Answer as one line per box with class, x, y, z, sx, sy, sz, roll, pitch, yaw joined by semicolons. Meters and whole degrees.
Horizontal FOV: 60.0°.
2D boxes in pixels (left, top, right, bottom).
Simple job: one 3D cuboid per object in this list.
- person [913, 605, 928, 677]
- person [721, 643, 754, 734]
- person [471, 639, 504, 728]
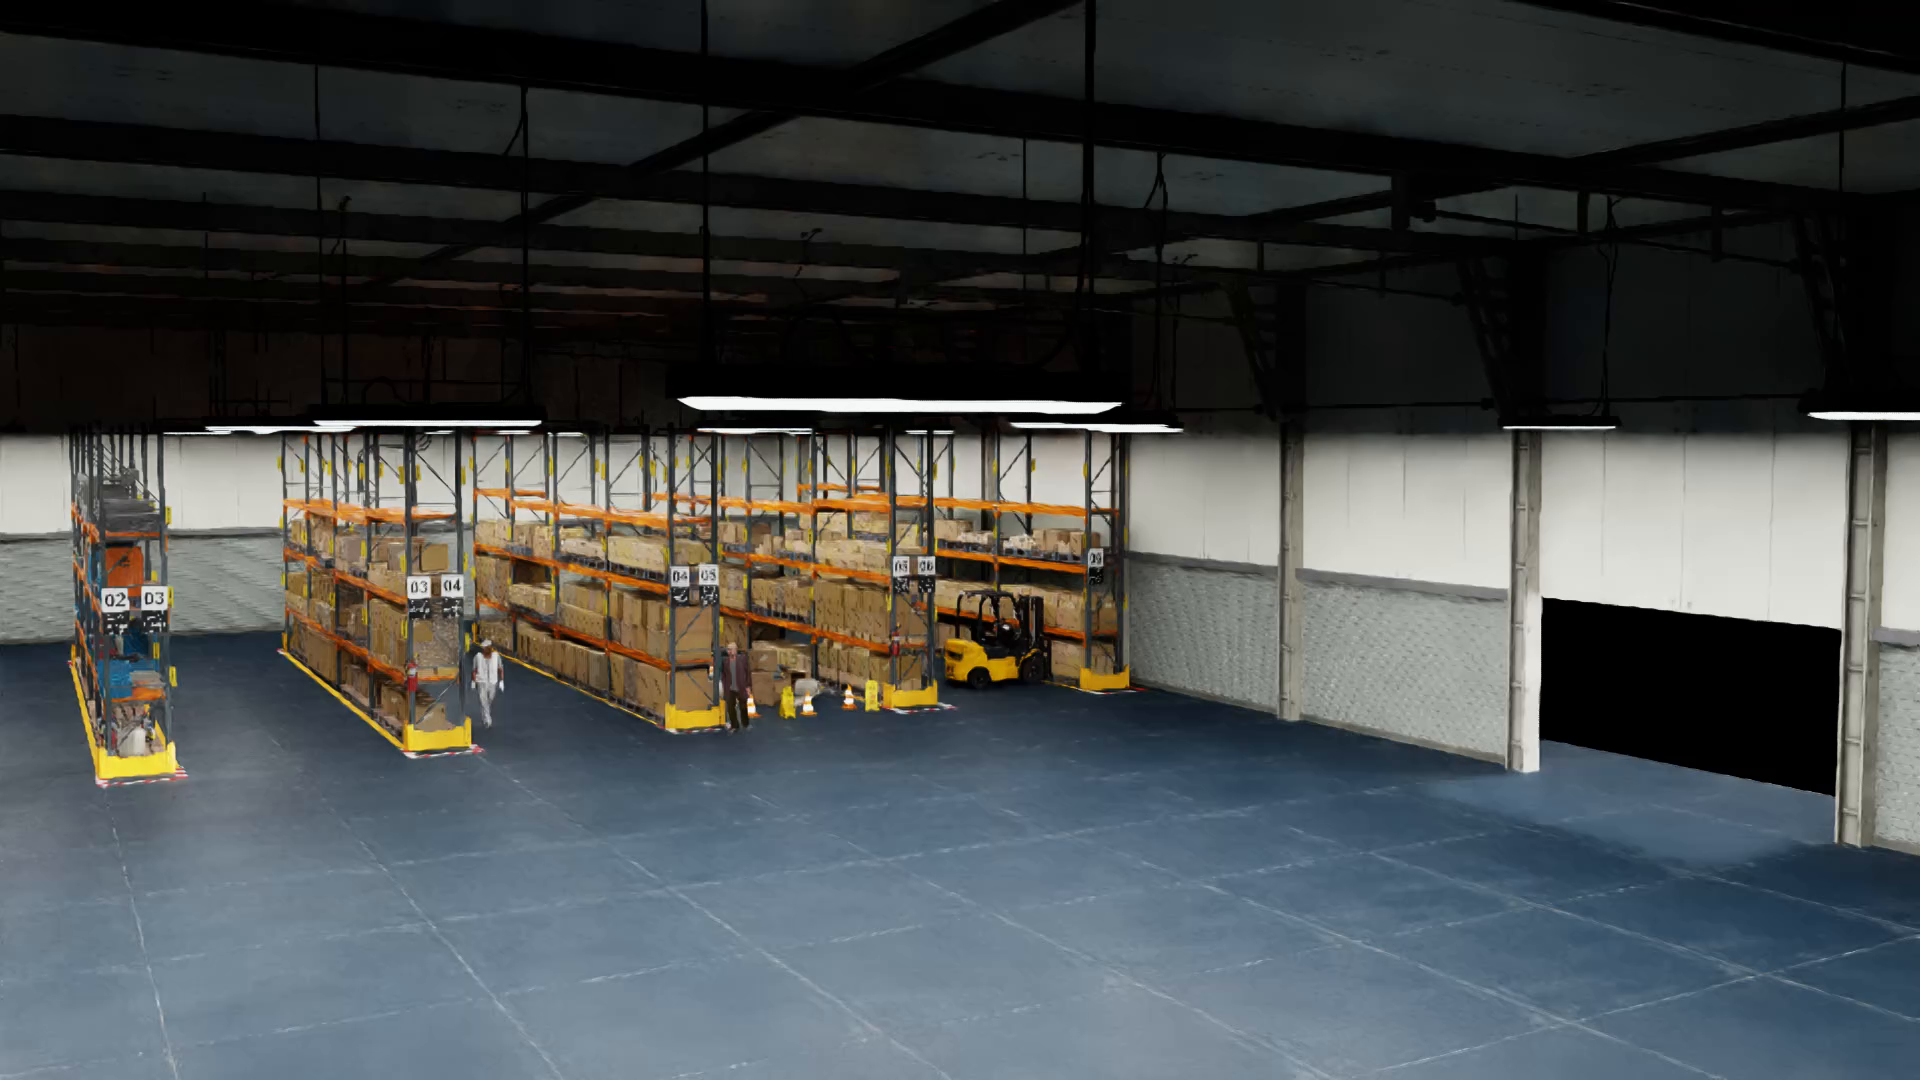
person;-0.944;2.415;39.578;0.578;1.725;0.459;2;4;33
person;-4.317;2.851;32.231;0.619;1.768;0.622;0;4;6
person;-9.342;2.821;32.943;0.577;1.733;1.042;-2;4;-31
